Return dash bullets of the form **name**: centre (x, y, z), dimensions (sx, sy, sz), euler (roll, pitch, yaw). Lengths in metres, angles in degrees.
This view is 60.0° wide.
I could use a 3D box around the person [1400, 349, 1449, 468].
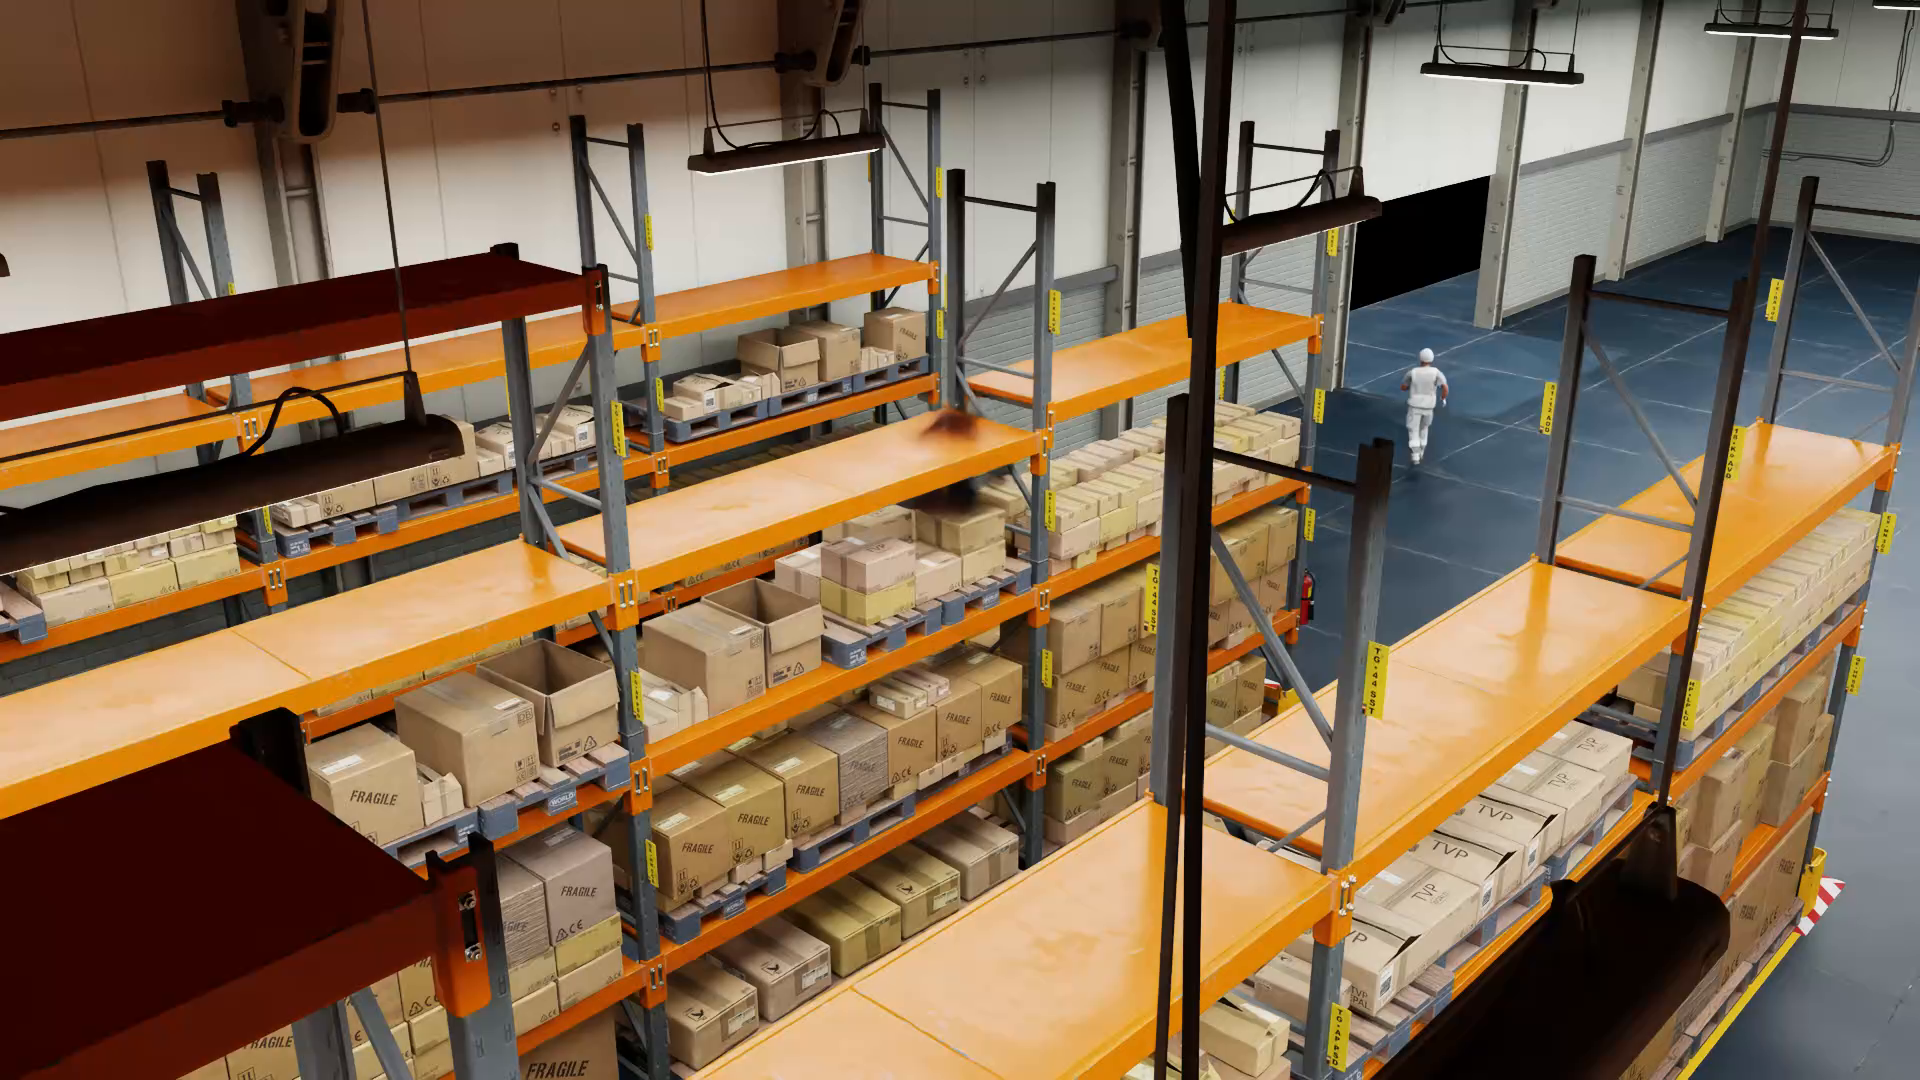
- **person**: centre (6.796, -1.948, 24.496), dimensions (0.656, 1.805, 0.915), euler (2, 21, 5)
